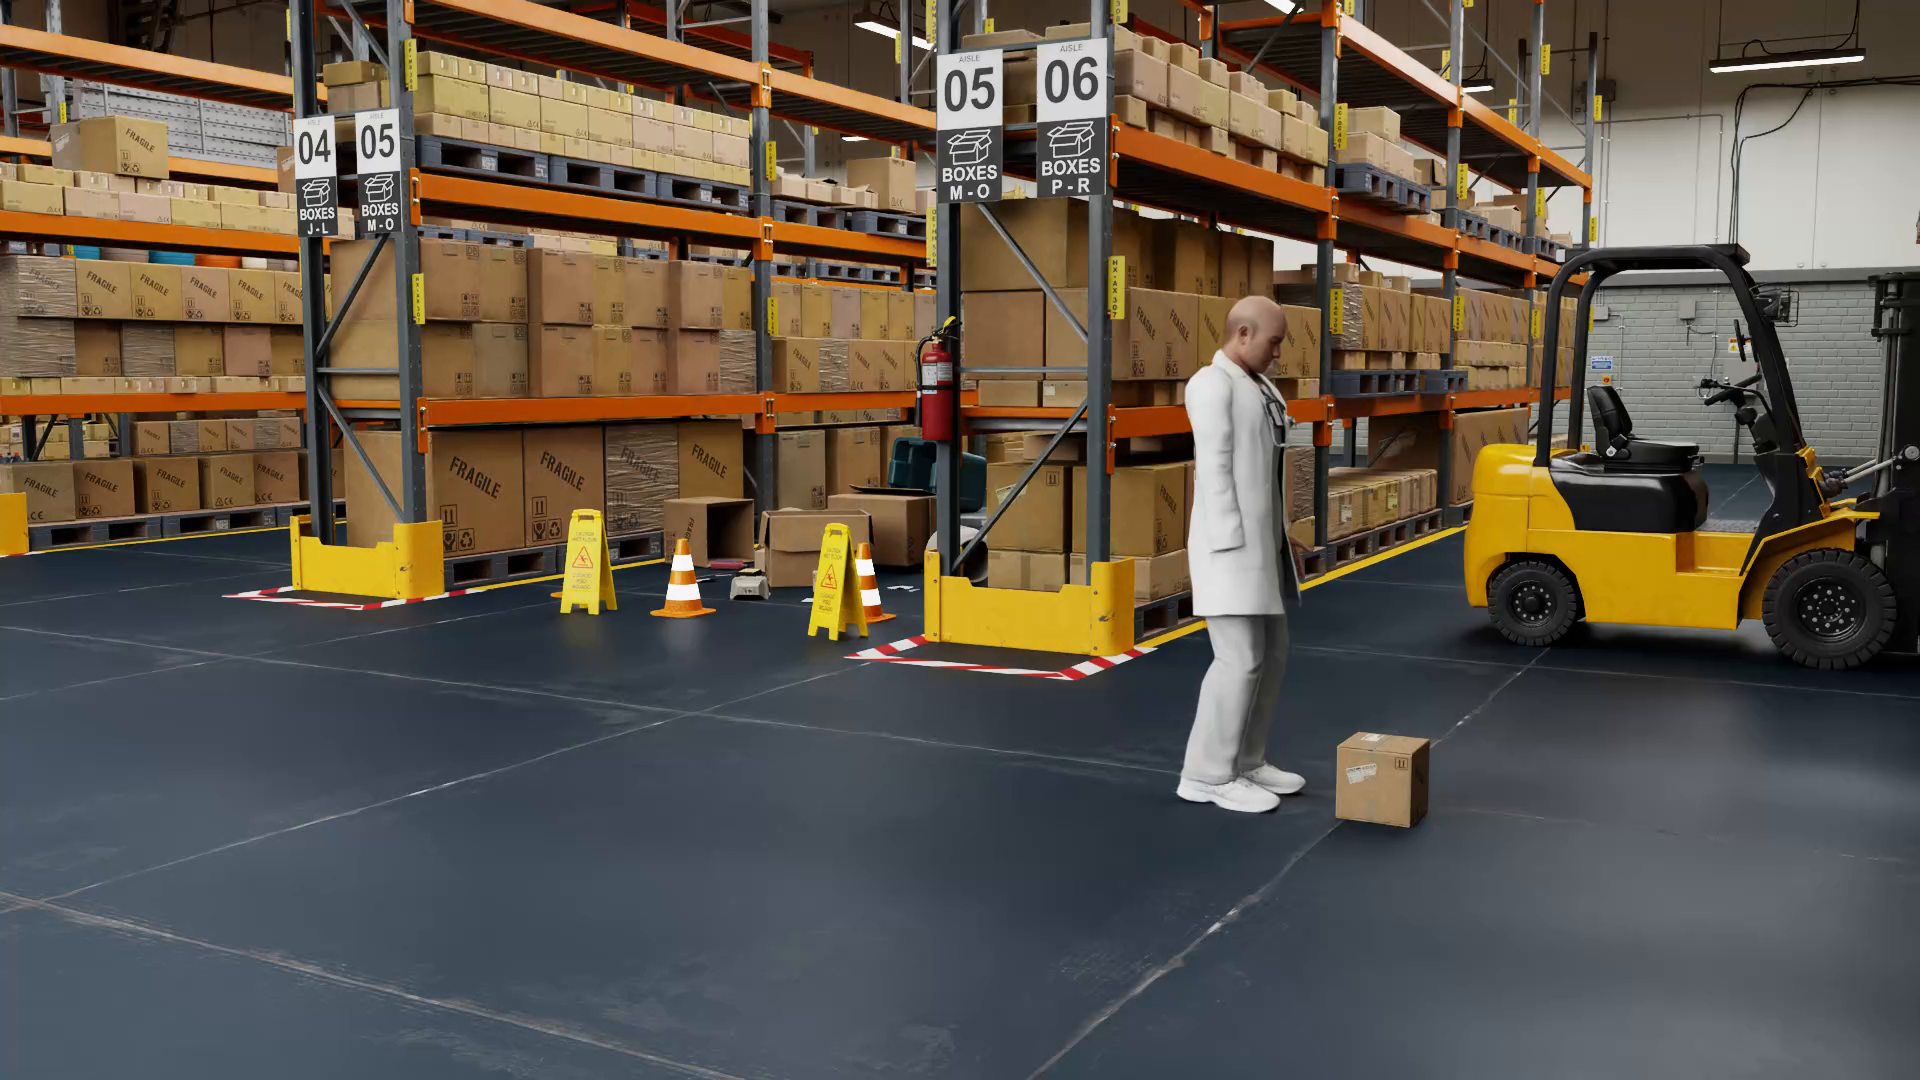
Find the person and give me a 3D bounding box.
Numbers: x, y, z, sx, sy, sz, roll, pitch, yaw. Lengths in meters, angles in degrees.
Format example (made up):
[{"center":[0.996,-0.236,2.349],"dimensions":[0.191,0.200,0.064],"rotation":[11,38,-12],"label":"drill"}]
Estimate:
[{"center":[1.011,0.035,5.833],"dimensions":[0.378,1.768,0.567],"rotation":[3,7,30],"label":"person"}]
